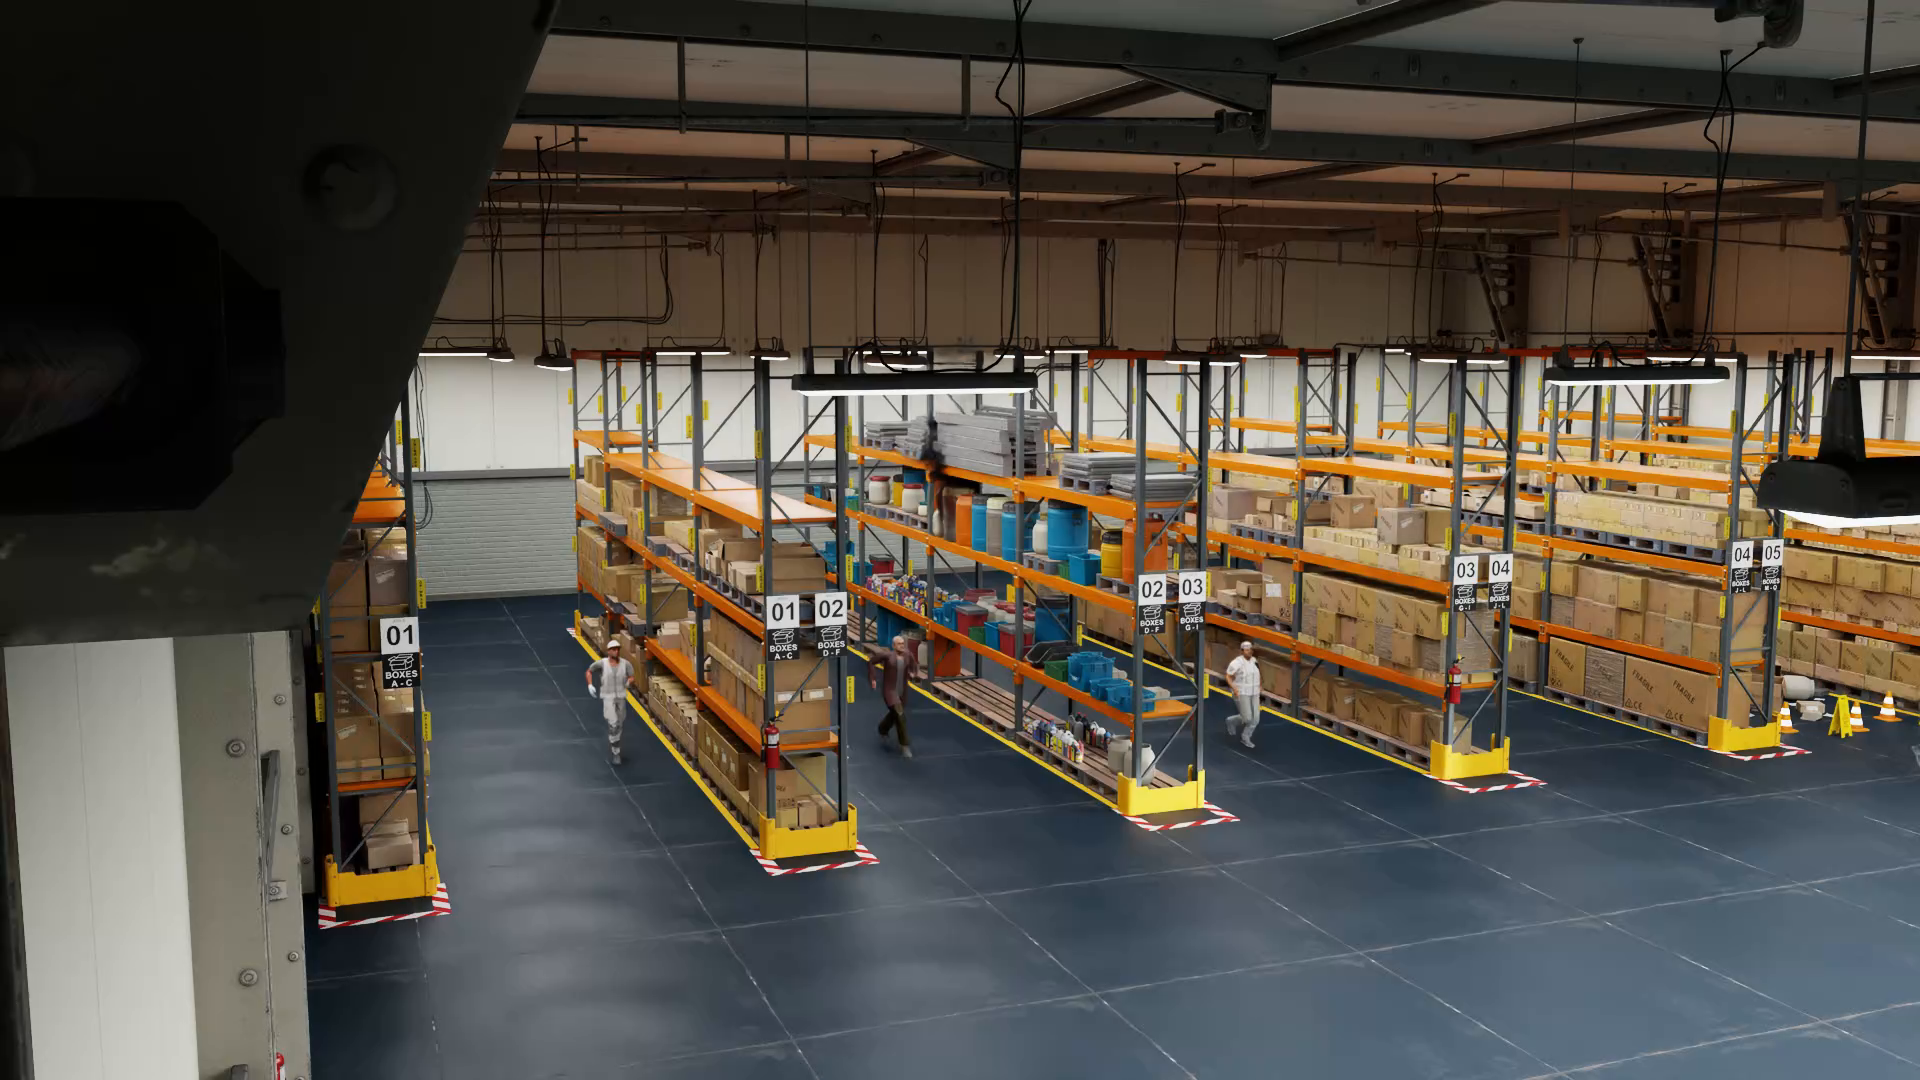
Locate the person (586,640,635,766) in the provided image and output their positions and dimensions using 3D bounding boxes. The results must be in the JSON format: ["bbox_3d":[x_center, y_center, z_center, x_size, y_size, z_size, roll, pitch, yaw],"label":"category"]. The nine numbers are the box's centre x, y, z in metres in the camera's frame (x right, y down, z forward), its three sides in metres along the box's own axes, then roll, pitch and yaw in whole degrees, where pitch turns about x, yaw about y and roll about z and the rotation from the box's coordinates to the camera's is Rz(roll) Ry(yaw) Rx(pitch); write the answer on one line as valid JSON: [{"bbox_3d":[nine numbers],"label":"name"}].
[{"bbox_3d":[-5.156,2.386,24.730,0.669,1.810,0.816,-4,8,-28],"label":"person"}]

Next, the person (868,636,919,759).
[{"bbox_3d":[-0.998,2.332,25.180,0.738,1.826,1.025,-4,8,-31],"label":"person"}]

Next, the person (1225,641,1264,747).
[{"bbox_3d":[4.395,2.362,25.620,0.616,1.627,0.550,-4,8,-27],"label":"person"}]

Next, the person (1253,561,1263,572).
[{"bbox_3d":[7.733,0.274,42.360,0.623,1.615,0.582,-6,9,-39],"label":"person"}]
